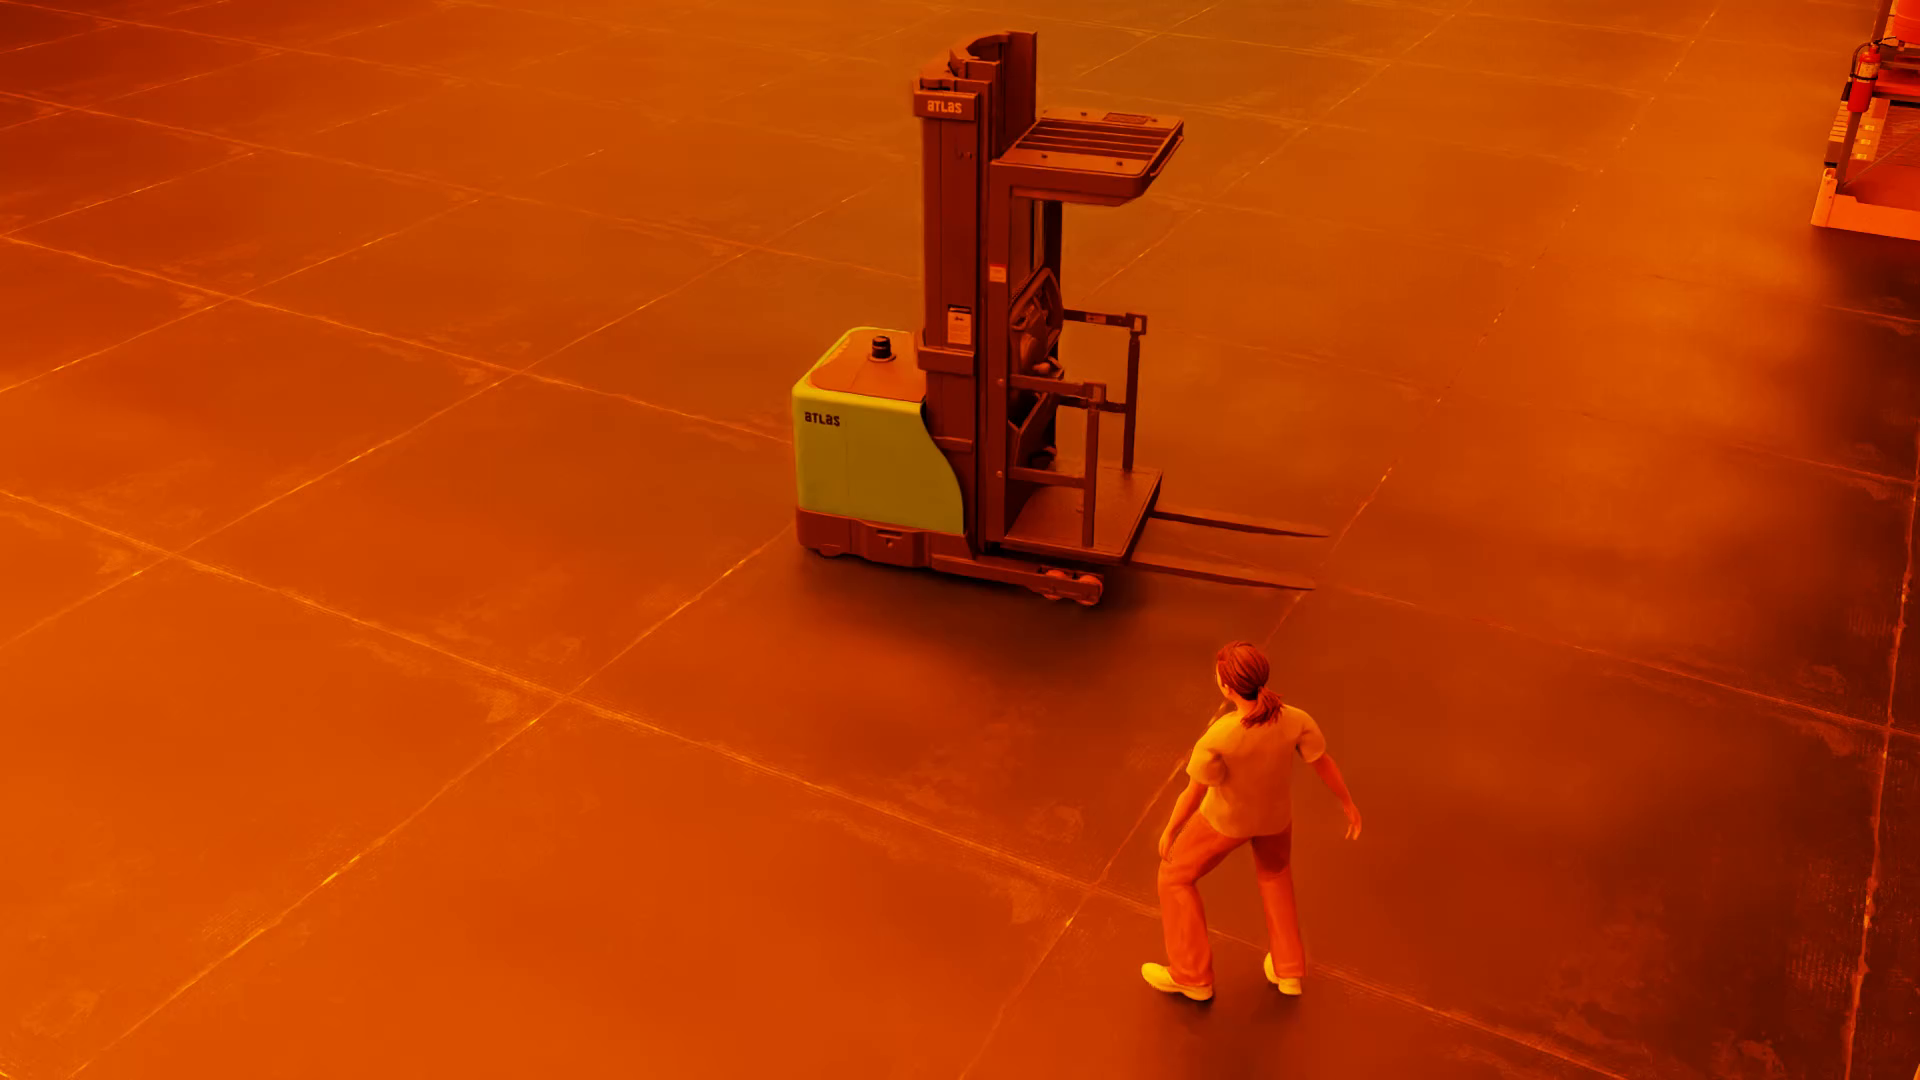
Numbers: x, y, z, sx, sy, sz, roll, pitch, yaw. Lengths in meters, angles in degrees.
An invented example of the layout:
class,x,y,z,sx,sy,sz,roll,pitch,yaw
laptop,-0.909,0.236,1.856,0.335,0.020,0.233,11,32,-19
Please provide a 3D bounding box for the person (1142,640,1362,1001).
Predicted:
class,x,y,z,sx,sy,sz,roll,pitch,yaw
person,1.165,1.116,6.481,0.813,1.598,0.477,-5,30,-8

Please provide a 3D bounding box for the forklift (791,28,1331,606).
class,x,y,z,sx,sy,sz,roll,pitch,yaw
forklift,0.606,-1.199,9.148,3.031,2.935,1.130,9,31,15
